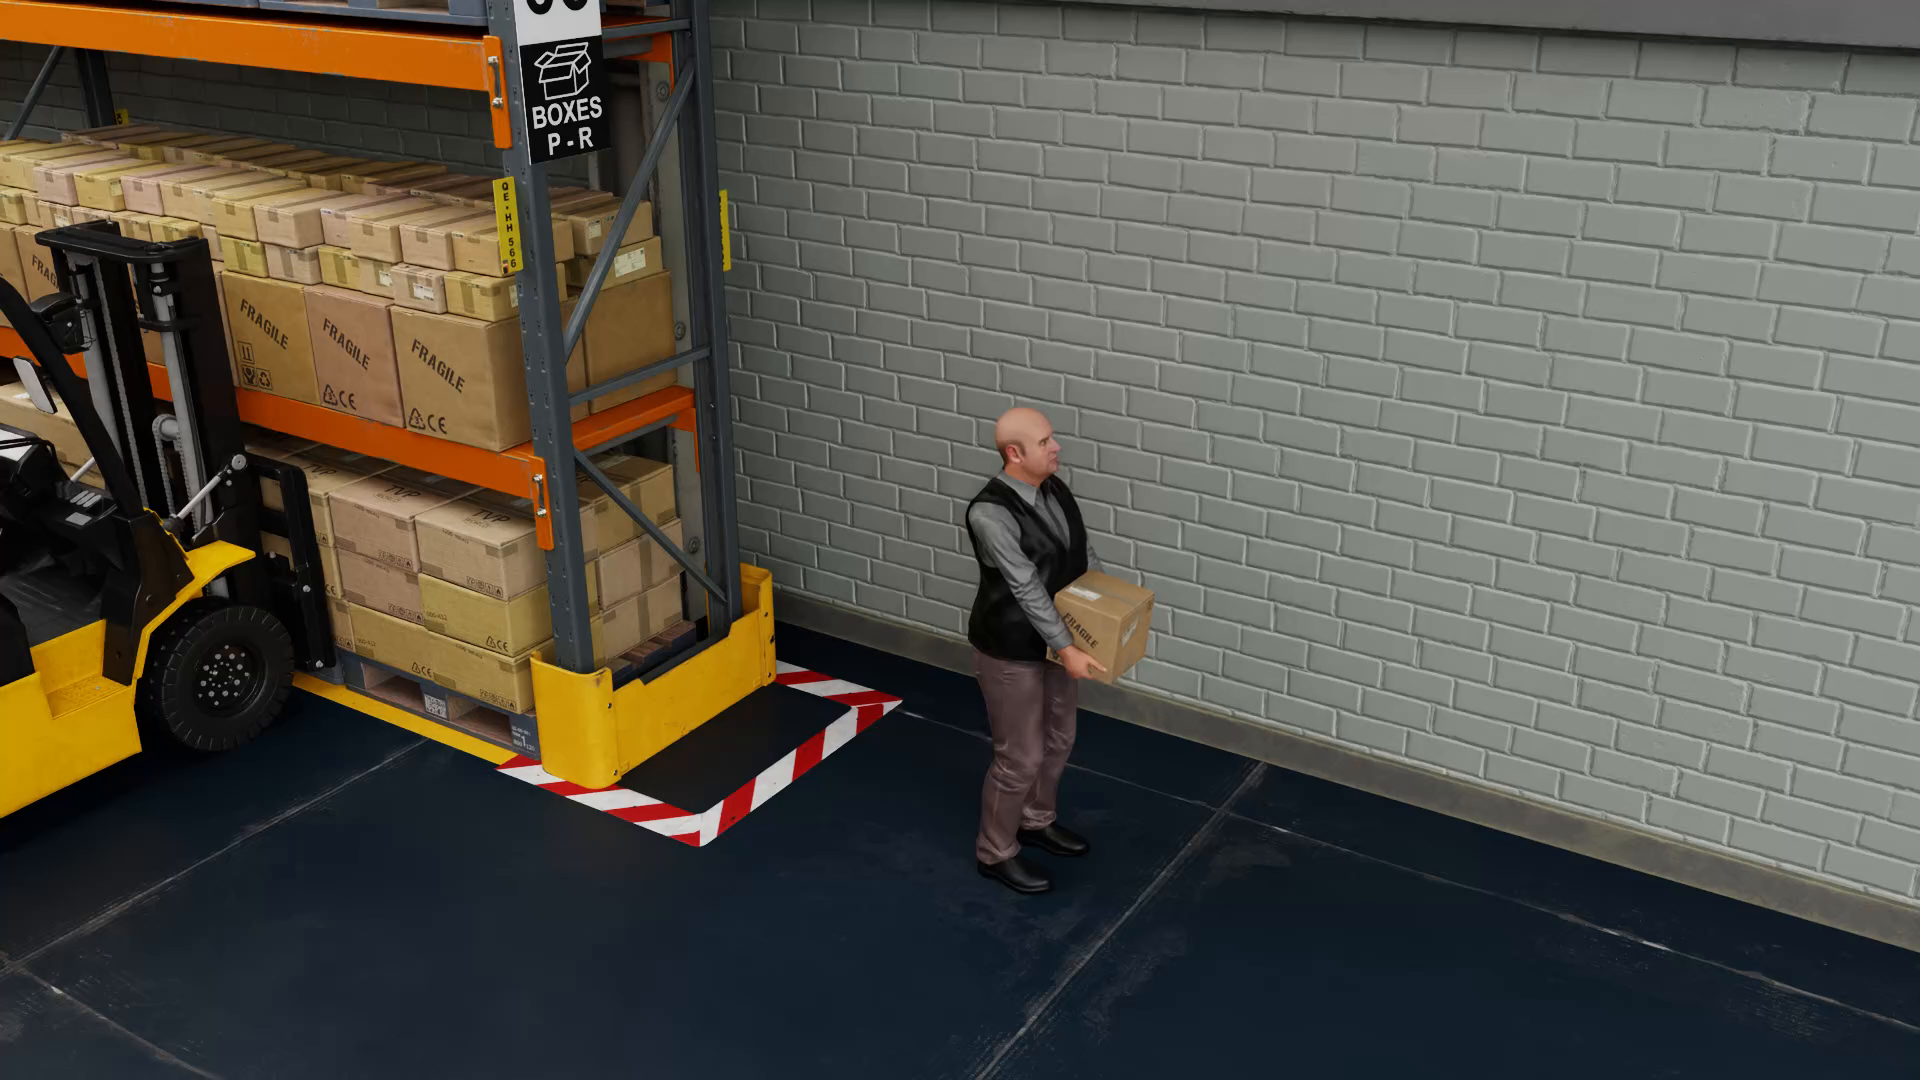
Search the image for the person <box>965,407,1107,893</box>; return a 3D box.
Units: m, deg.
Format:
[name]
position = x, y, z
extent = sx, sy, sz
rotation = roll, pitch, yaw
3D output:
[person]
position = 0.328, 0.389, 5.719
extent = 0.554, 1.714, 0.494
rotation = 14, 27, 30
